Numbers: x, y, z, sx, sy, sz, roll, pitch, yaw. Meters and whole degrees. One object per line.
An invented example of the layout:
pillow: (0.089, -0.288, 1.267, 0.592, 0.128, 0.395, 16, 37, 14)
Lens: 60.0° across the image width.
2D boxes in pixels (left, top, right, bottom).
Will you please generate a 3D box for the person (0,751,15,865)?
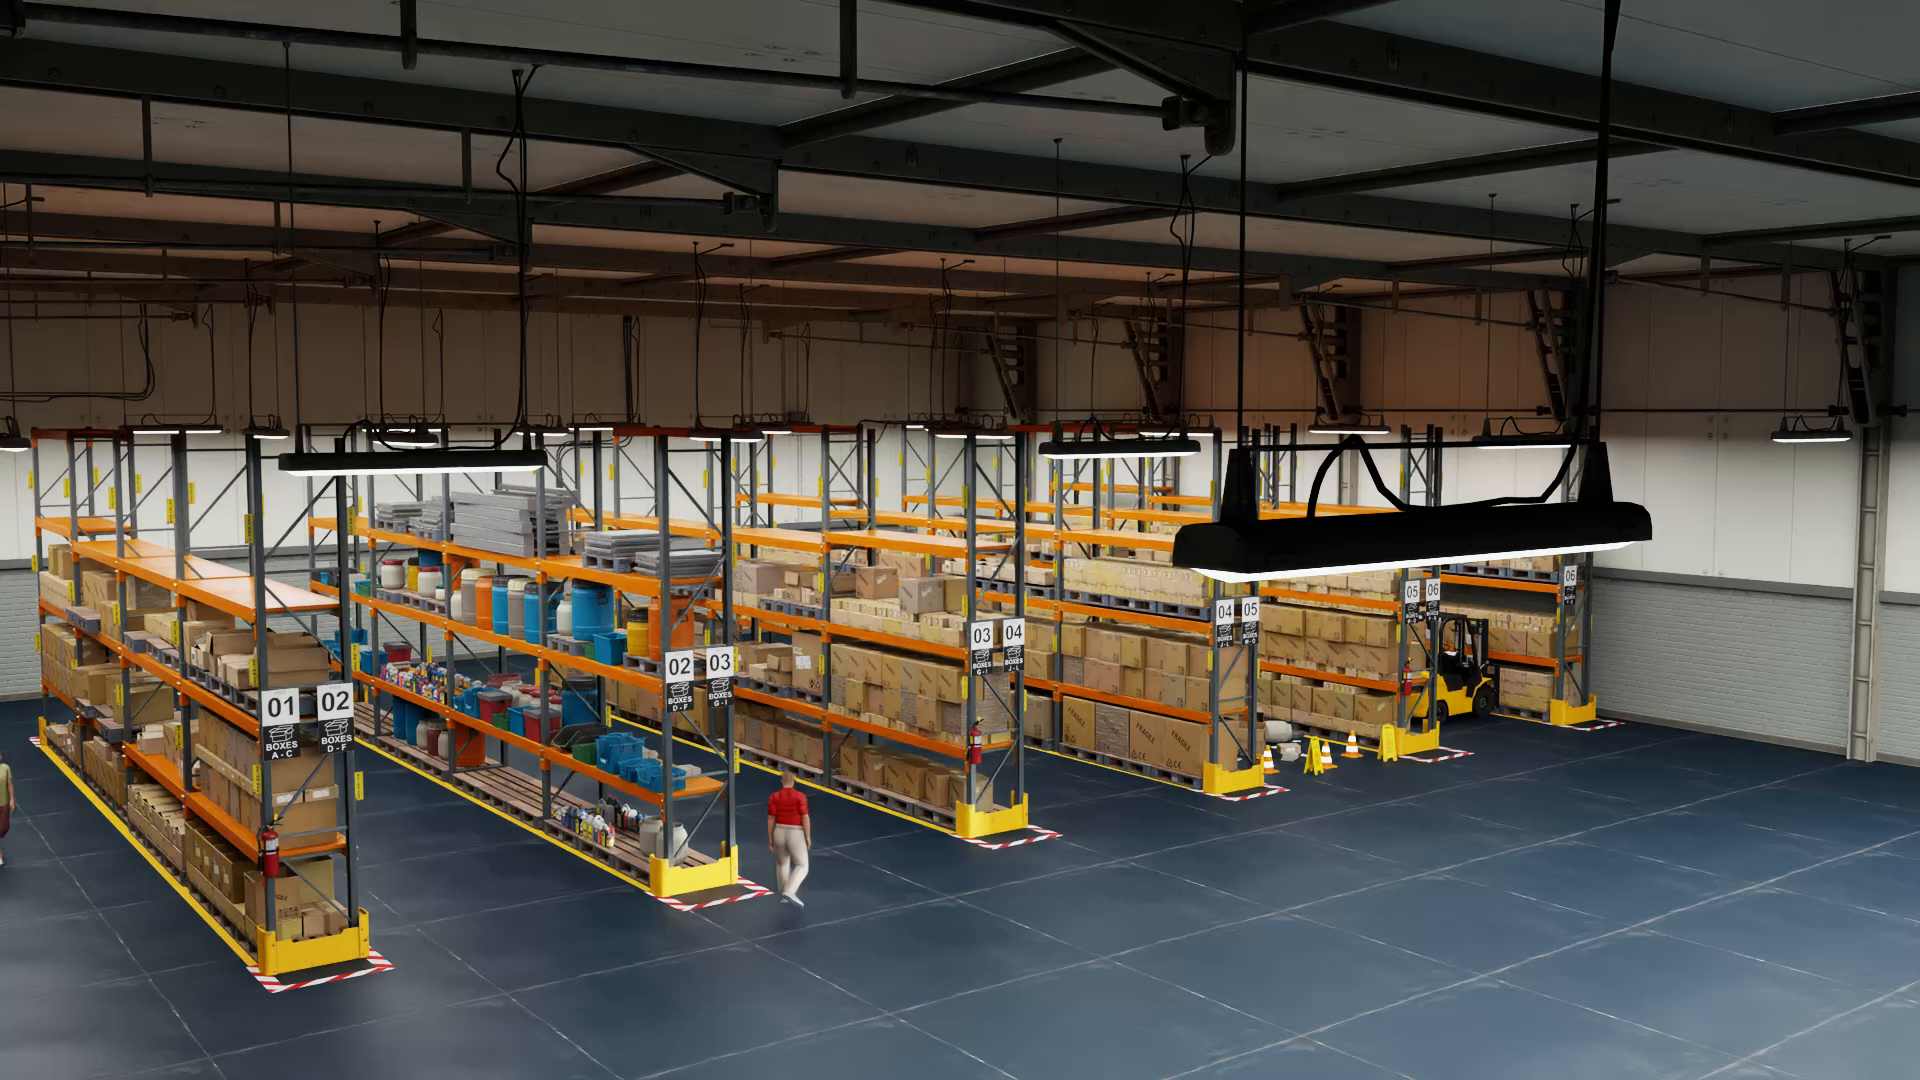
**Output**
person: (-13.522, 3.690, 23.316, 0.980, 1.611, 0.460, 3, 6, 36)

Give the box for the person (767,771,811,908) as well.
person: (-2.180, 3.801, 21.101, 0.583, 1.712, 0.794, 1, 5, 15)
